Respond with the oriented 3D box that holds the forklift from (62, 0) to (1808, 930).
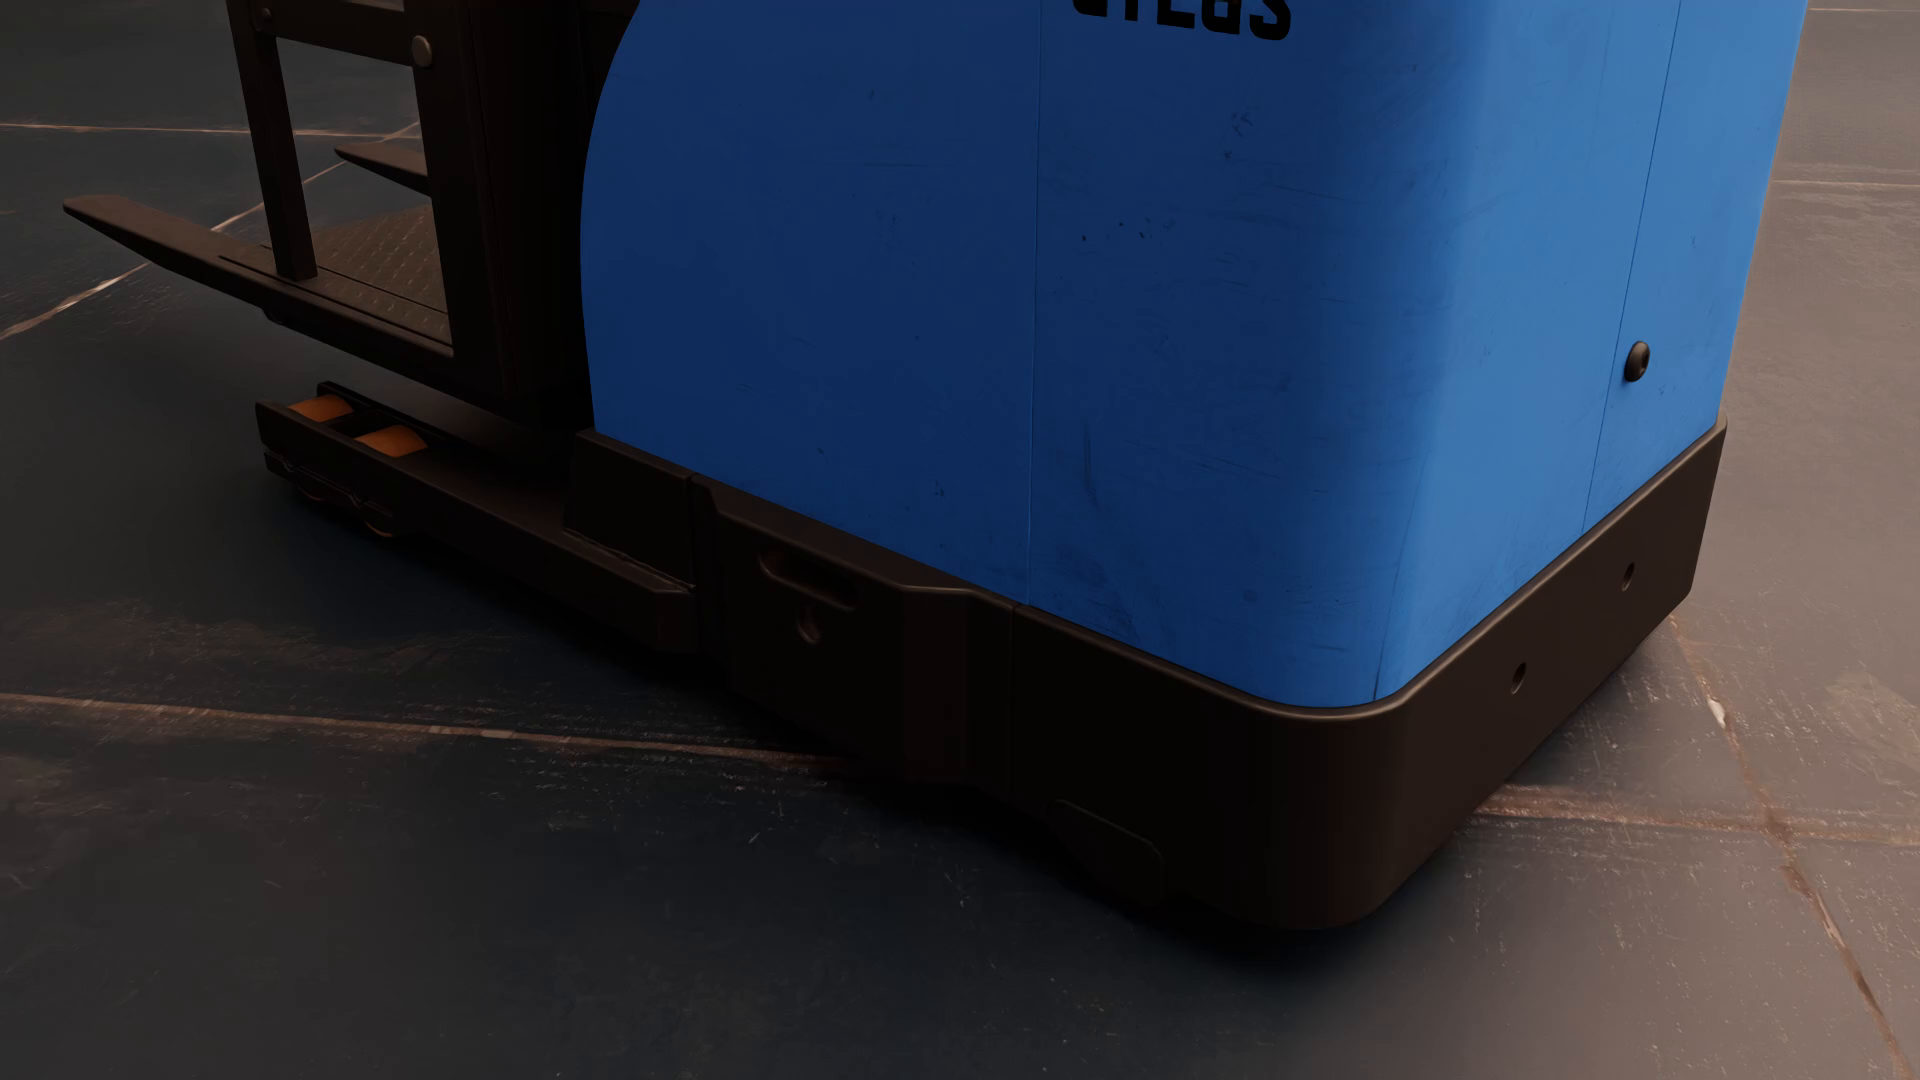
[{"bbox_3d":[-0.464,-1.473,2.169,3.031,2.935,1.130,21,33,36],"label":"forklift"}]
